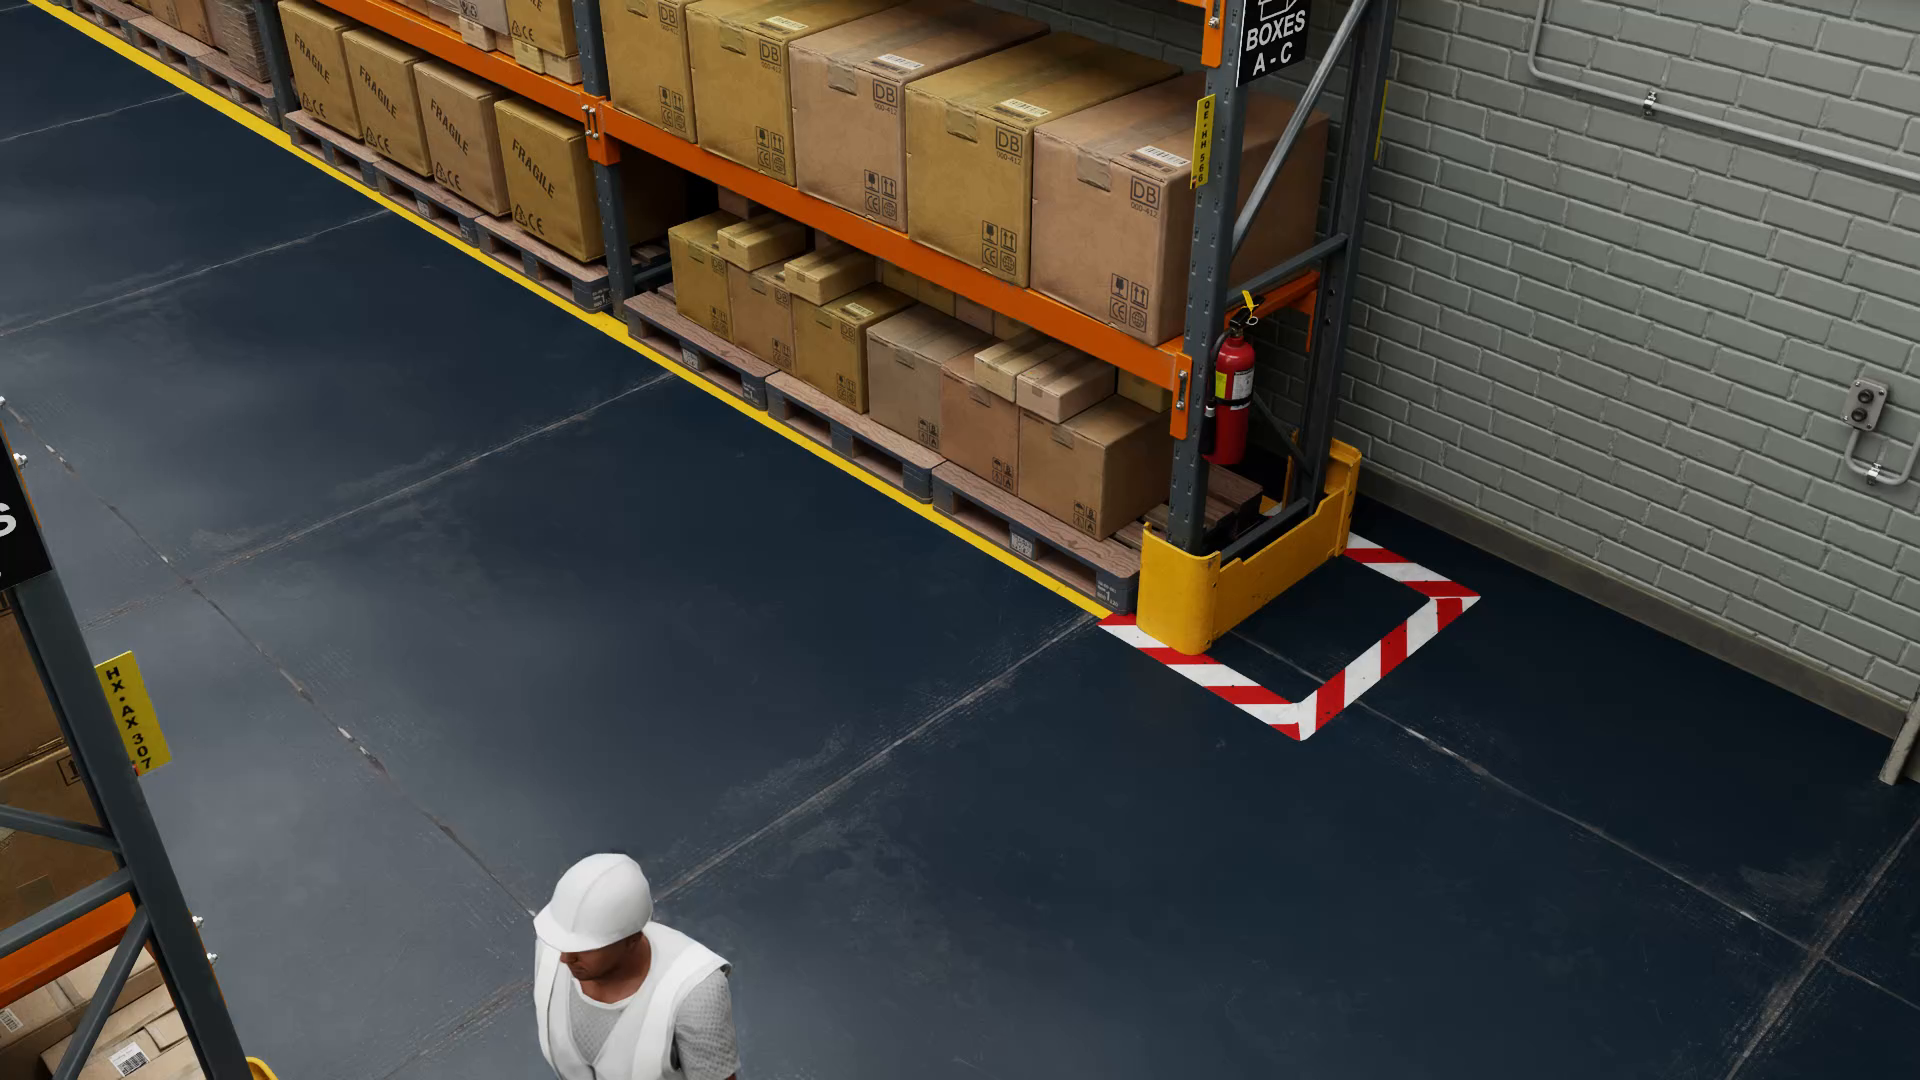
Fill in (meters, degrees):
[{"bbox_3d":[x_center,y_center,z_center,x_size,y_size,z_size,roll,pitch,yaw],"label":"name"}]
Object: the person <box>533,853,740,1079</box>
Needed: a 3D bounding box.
[{"bbox_3d":[-0.796,1.437,4.063,0.582,1.714,1.067,12,37,16],"label":"person"}]
